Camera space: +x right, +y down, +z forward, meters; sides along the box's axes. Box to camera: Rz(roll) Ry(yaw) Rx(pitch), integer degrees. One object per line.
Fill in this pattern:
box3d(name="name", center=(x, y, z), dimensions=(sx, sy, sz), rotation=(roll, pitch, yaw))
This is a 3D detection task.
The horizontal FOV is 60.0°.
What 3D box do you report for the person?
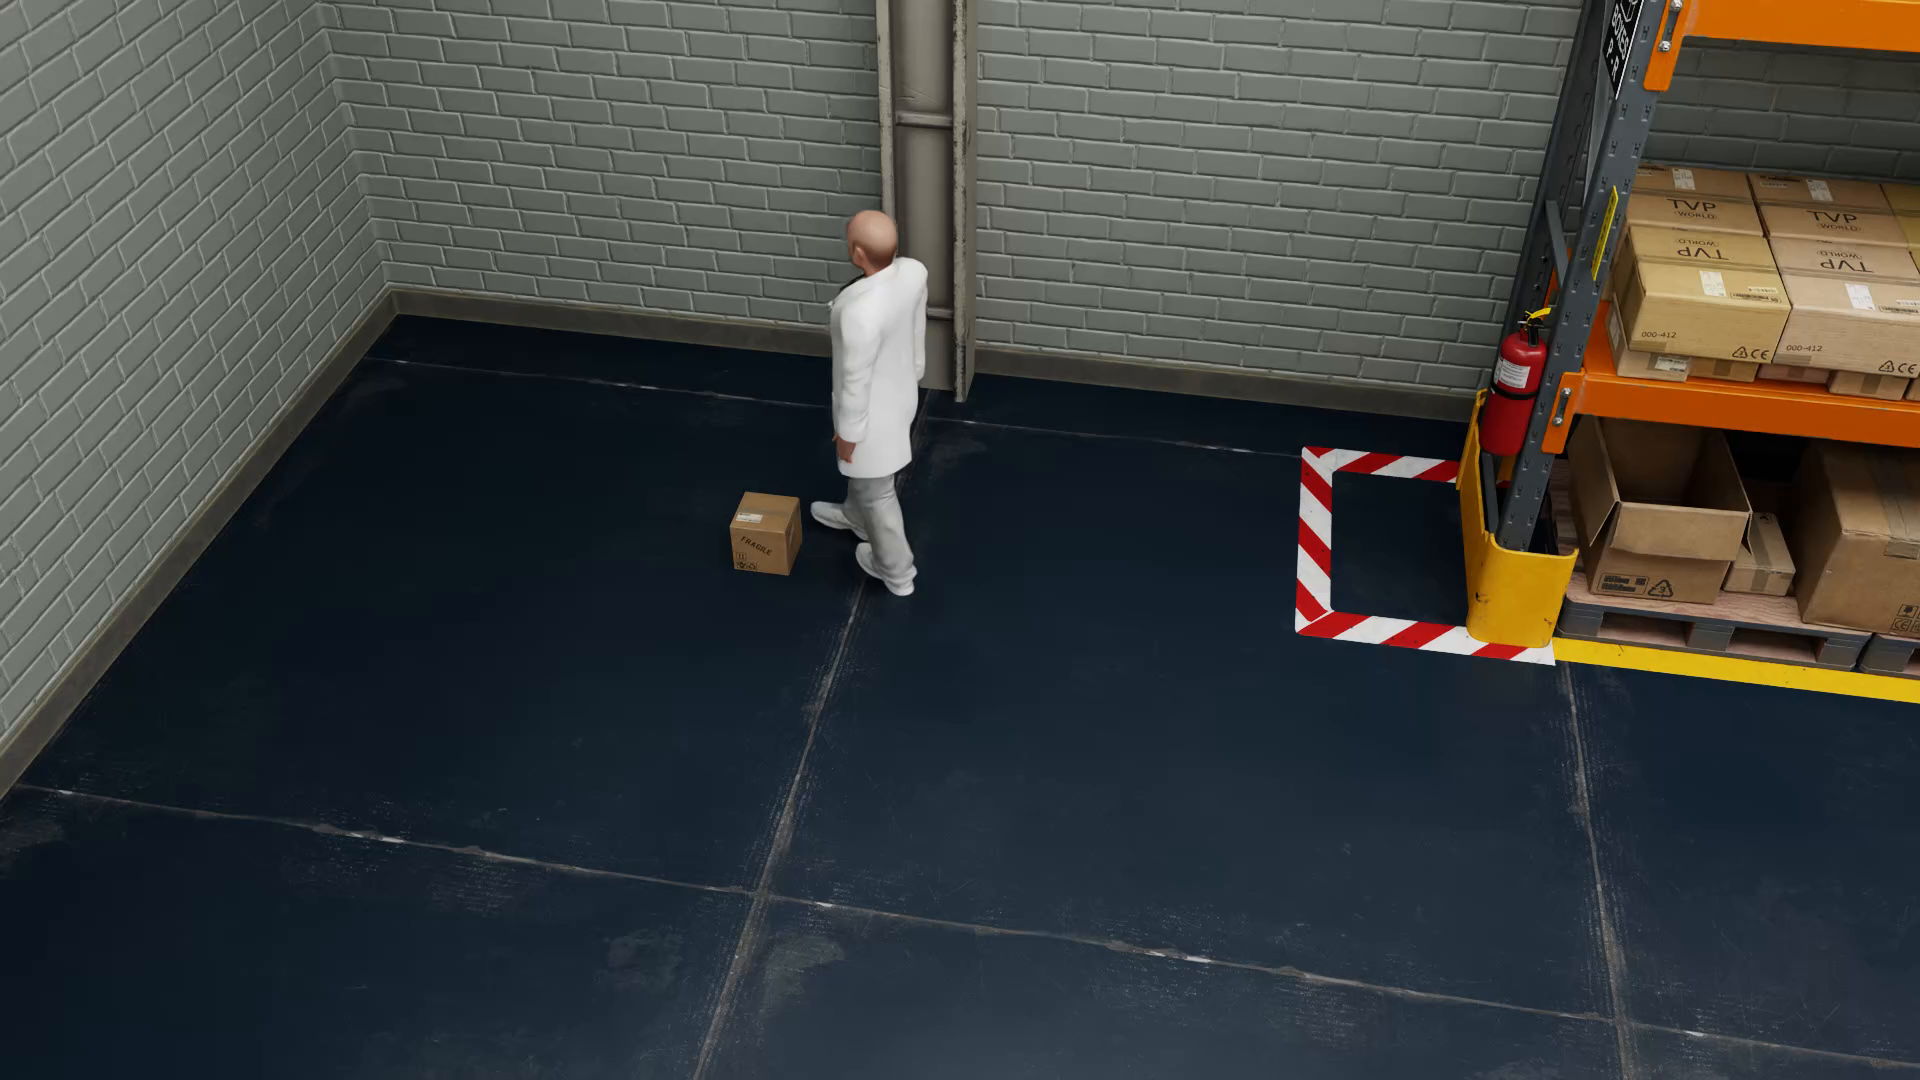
box3d(name="person", center=(-0.455, -0.599, 6.874), dimensions=(0.667, 1.774, 0.593), rotation=(18, 43, 20))
